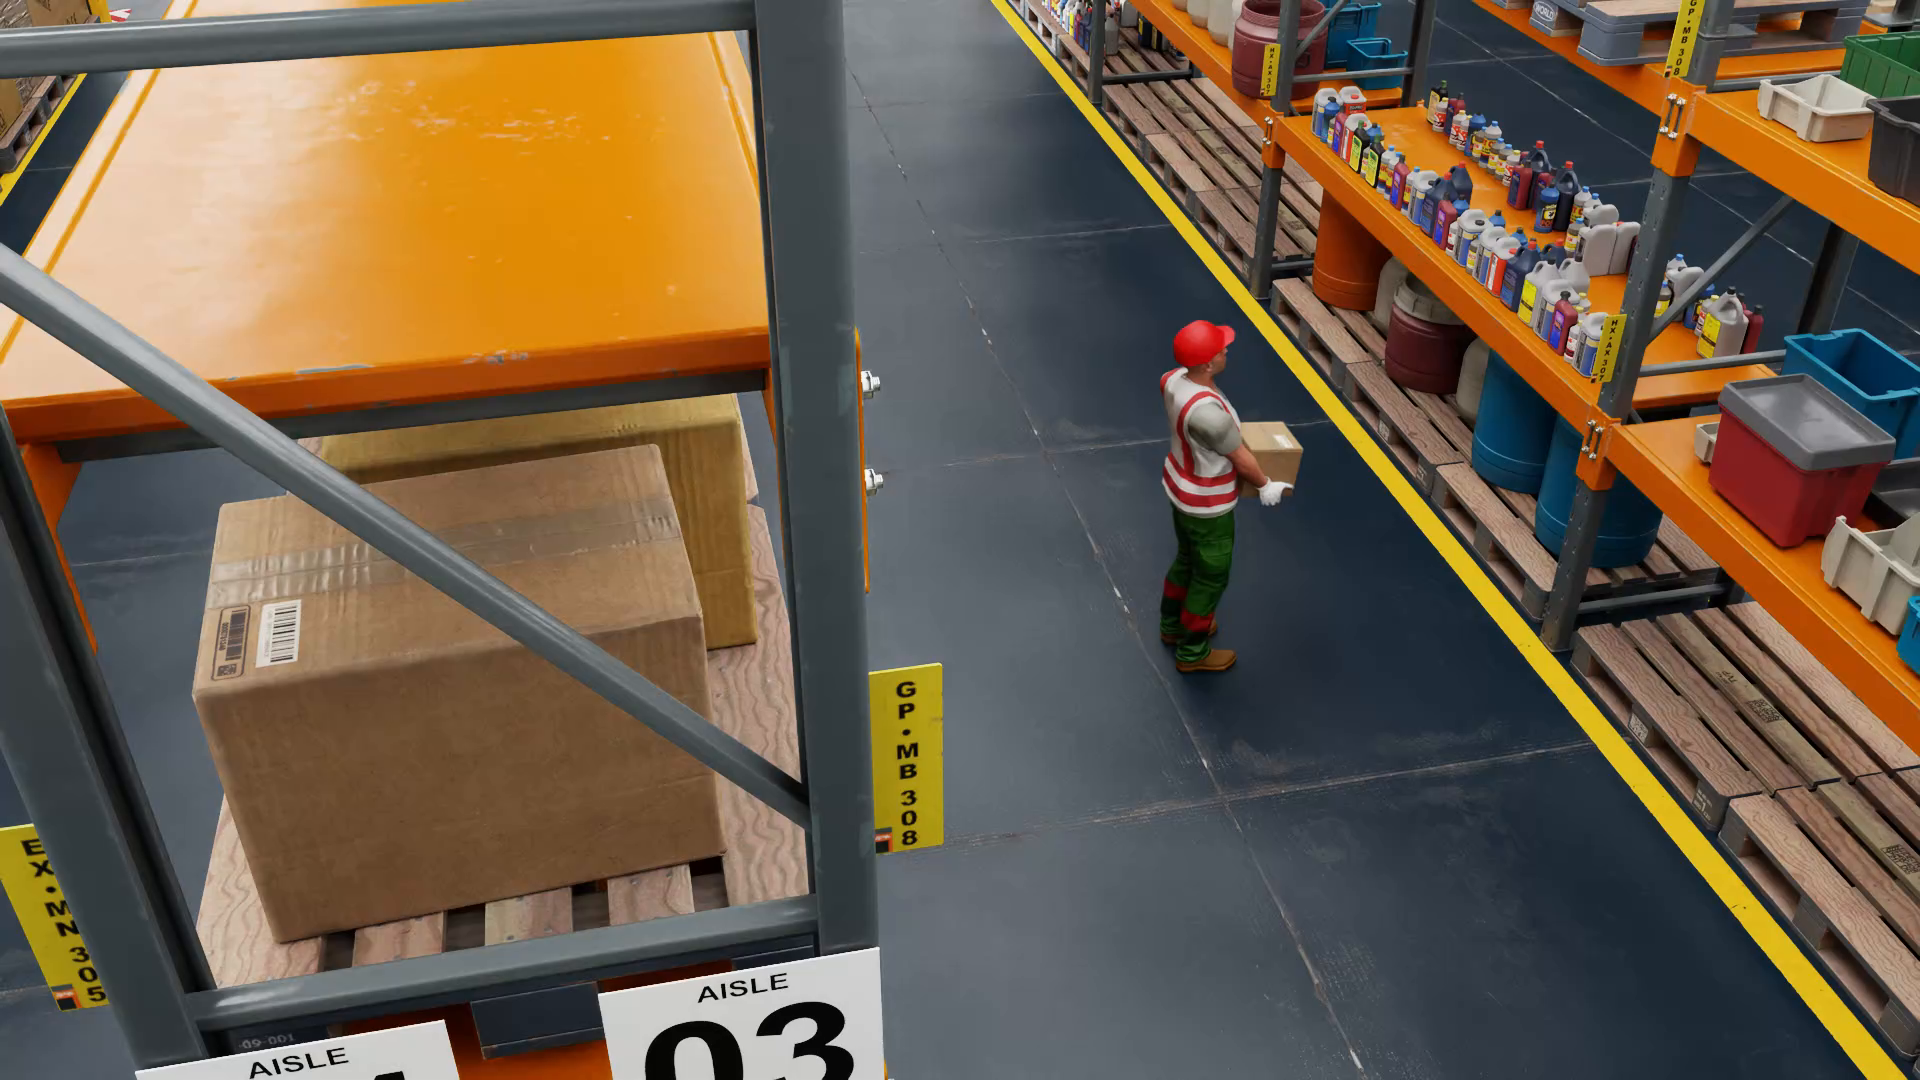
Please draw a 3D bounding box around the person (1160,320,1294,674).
[{"bbox_3d":[1.204,-0.214,7.660,0.573,1.782,0.494,-7,35,-10],"label":"person"}]
